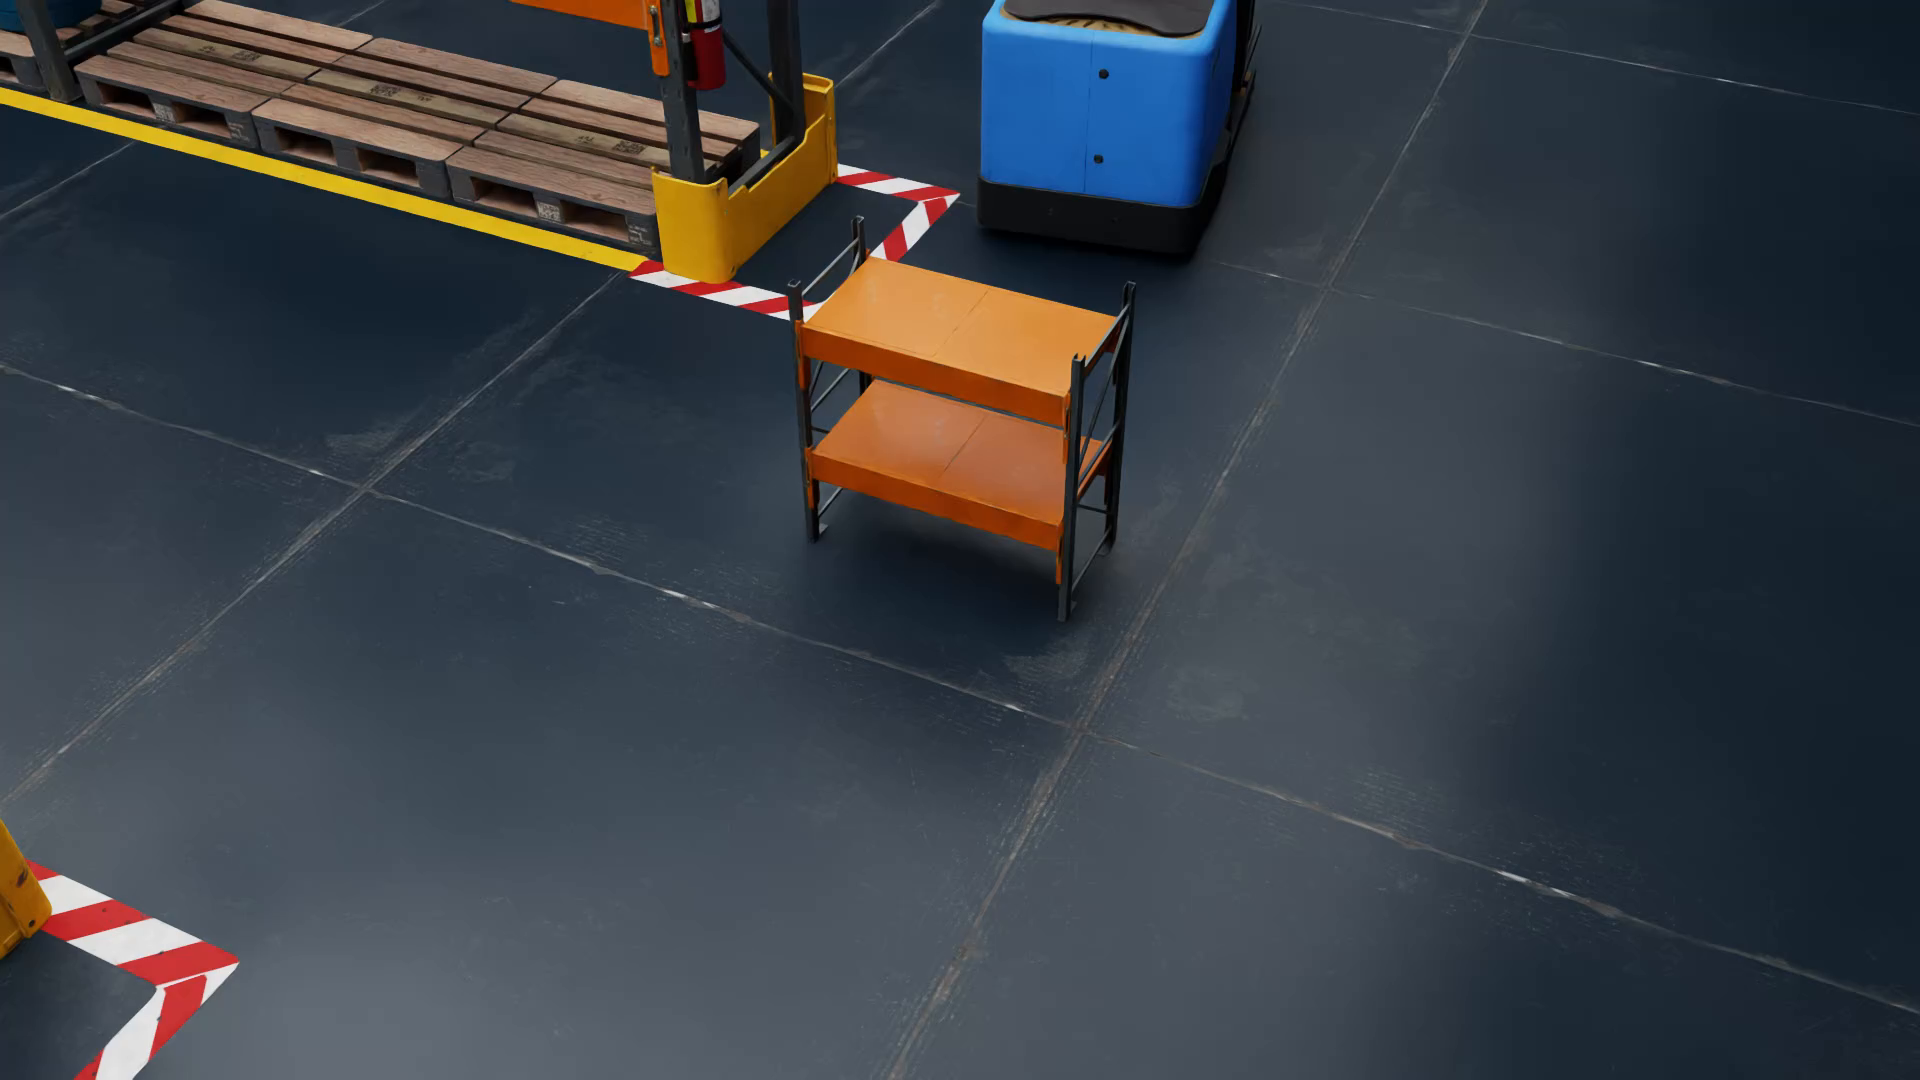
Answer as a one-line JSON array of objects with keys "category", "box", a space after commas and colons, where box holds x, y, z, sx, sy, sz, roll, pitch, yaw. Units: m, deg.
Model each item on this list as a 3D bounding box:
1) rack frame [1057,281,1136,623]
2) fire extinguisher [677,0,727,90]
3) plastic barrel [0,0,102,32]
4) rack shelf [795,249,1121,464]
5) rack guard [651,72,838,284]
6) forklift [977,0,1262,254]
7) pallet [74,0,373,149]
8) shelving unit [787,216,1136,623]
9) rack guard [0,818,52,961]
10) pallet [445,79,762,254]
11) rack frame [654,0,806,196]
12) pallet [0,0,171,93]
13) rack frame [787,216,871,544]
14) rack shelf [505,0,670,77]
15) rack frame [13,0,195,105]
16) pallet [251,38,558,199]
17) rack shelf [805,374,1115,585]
[{"category": "rack frame", "box": [0.467, -0.282, 5.717, 0.032, 1.125, 0.500, 17, 44, 19]}, {"category": "fire extinguisher", "box": [-1.075, -2.198, 6.840, 0.183, 0.674, 0.296, 17, 44, 19]}, {"category": "plastic barrel", "box": [-5.130, -3.314, 9.065, 0.708, 0.901, 0.600, 17, 44, 19]}, {"category": "rack shelf", "box": [0.006, -0.644, 5.688, 1.000, 0.278, 0.538, 17, 44, 19]}, {"category": "rack guard", "box": [-0.992, -1.737, 7.872, 0.348, 0.500, 1.175, 17, 44, 19]}, {"category": "forklift", "box": [0.966, -3.400, 7.934, 1.130, 2.935, 3.031, 10, 42, 12]}, {"category": "pallet", "box": [-3.962, -2.553, 9.035, 1.213, 0.211, 1.003, 17, 44, 19]}, {"category": "shelving unit", "box": [0.006, -0.423, 5.879, 1.048, 1.125, 0.538, 17, 44, 19]}, {"category": "rack guard", "box": [-3.092, 1.211, 4.471, 0.348, 0.500, 1.175, 17, 44, 19]}, {"category": "pallet", "box": [-1.751, -1.878, 8.255, 1.213, 0.211, 1.003, 17, 44, 19]}, {"category": "rack frame", "box": [-1.020, -2.680, 7.052, 0.127, 3.000, 1.000, 17, 44, 19]}, {"category": "pallet", "box": [-5.326, -2.972, 9.518, 1.213, 0.211, 1.003, 17, 44, 19]}, {"category": "rack frame", "box": [-0.455, -0.564, 6.042, 0.032, 1.125, 0.500, 17, 44, 19]}, {"category": "rack shelf", "box": [-2.832, -2.962, 7.926, 4.000, 0.370, 1.077, 17, 44, 19]}, {"category": "rack frame", "box": [-4.645, -3.788, 8.330, 0.127, 3.000, 1.000, 17, 44, 19]}, {"category": "pallet", "box": [-2.852, -2.216, 8.646, 1.213, 0.211, 1.003, 17, 44, 19]}, {"category": "rack shelf", "box": [0.006, -0.238, 6.040, 1.000, 0.278, 0.538, 17, 44, 19]}]
